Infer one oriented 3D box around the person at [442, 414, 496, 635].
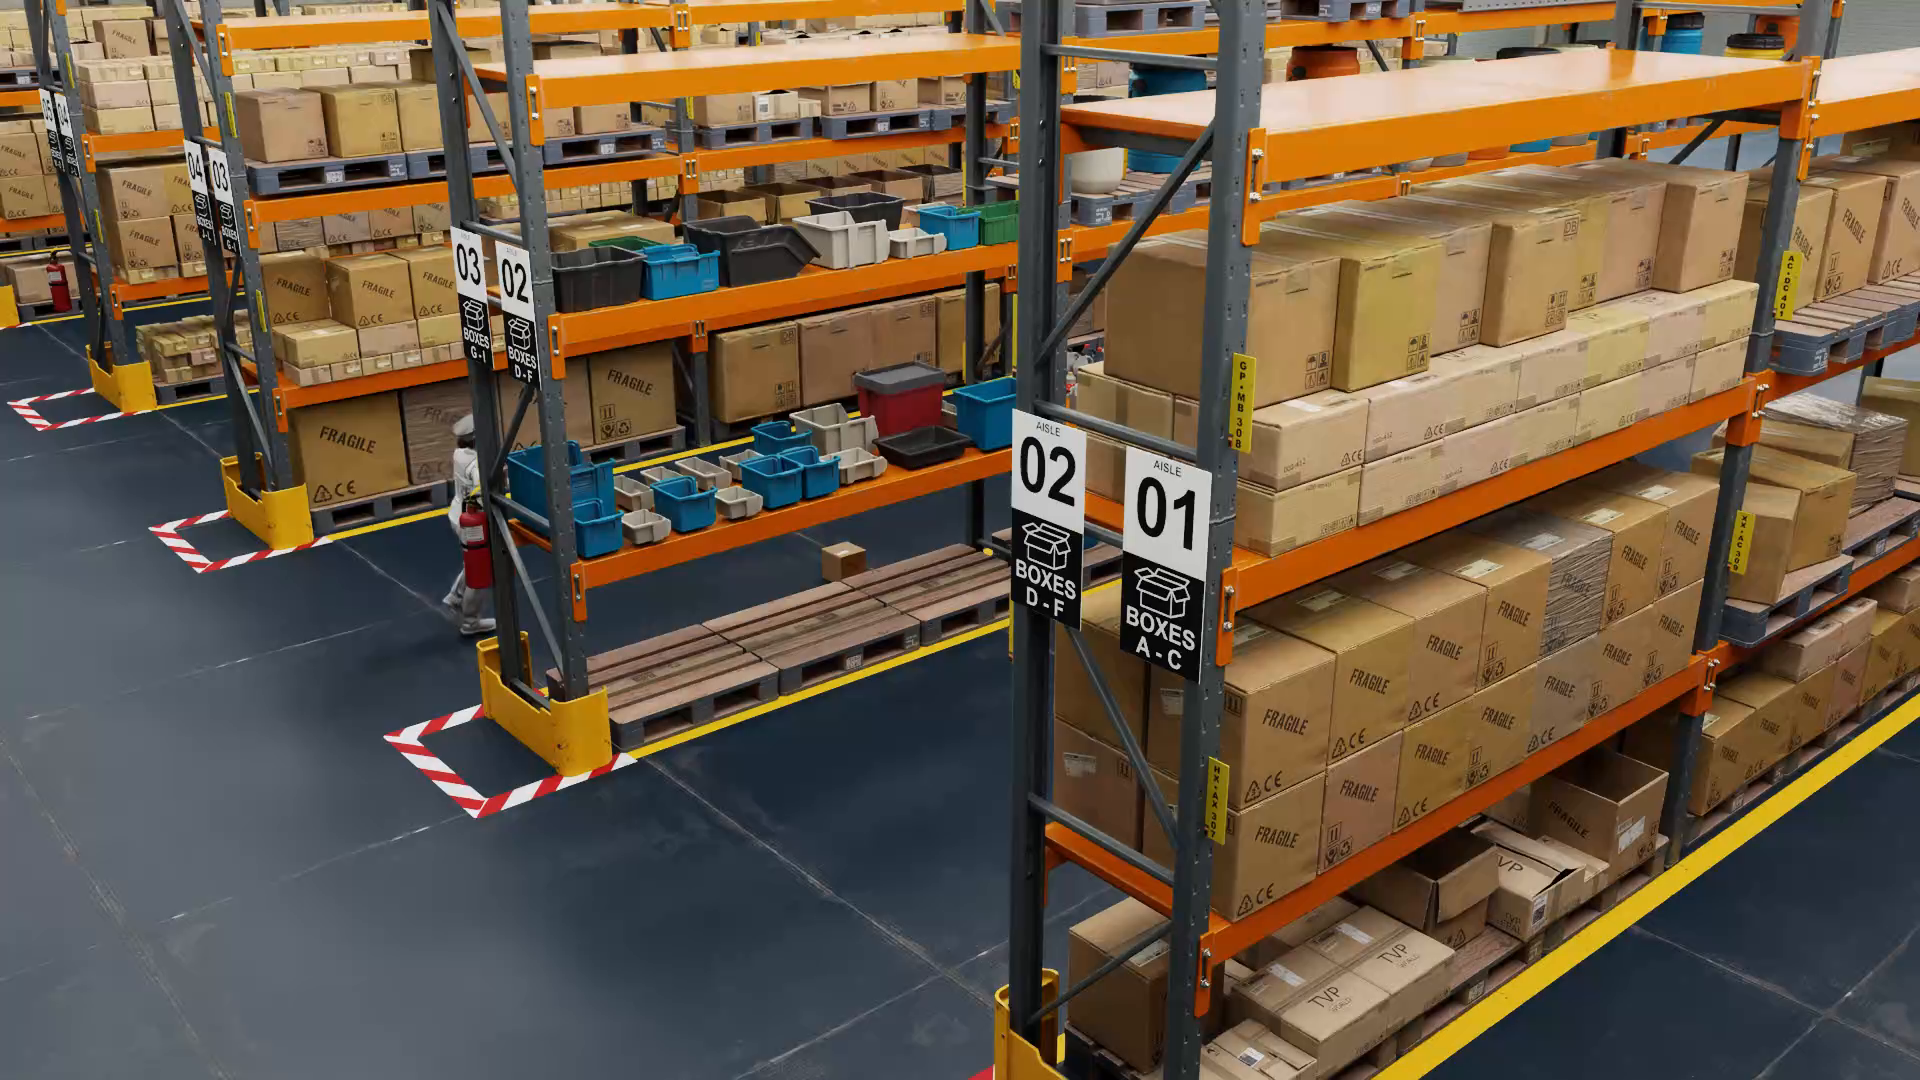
[{"bbox_3d":[-3.465,-0.114,11.794,0.436,1.668,0.627,-13,25,-31],"label":"person"}]
